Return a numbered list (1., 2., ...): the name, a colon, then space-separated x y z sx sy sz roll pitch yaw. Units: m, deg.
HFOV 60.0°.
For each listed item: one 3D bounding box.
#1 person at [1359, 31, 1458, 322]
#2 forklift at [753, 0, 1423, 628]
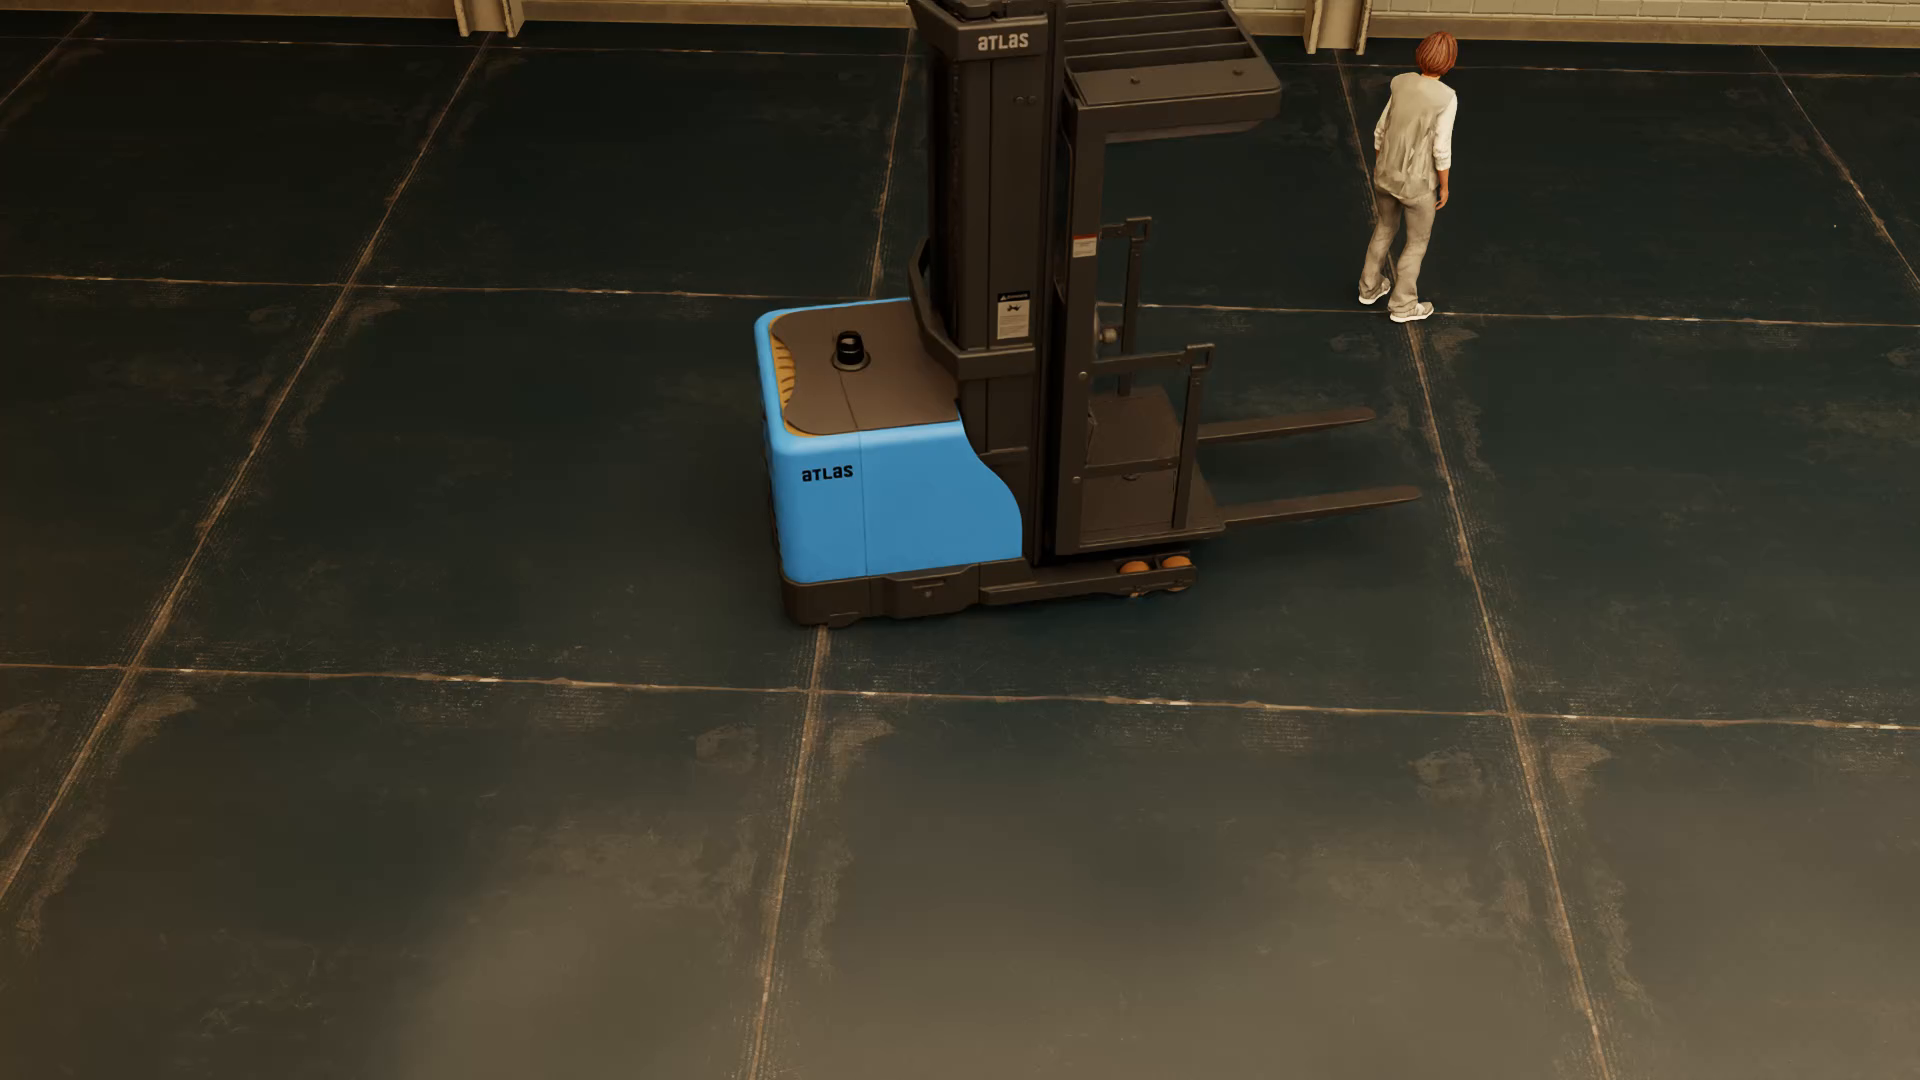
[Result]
1. person: 2.386 -1.911 8.829 0.347 1.592 0.483 -31 51 -29
2. forklift: 0.629 -1.170 7.023 3.031 2.935 1.130 -7 43 -7
